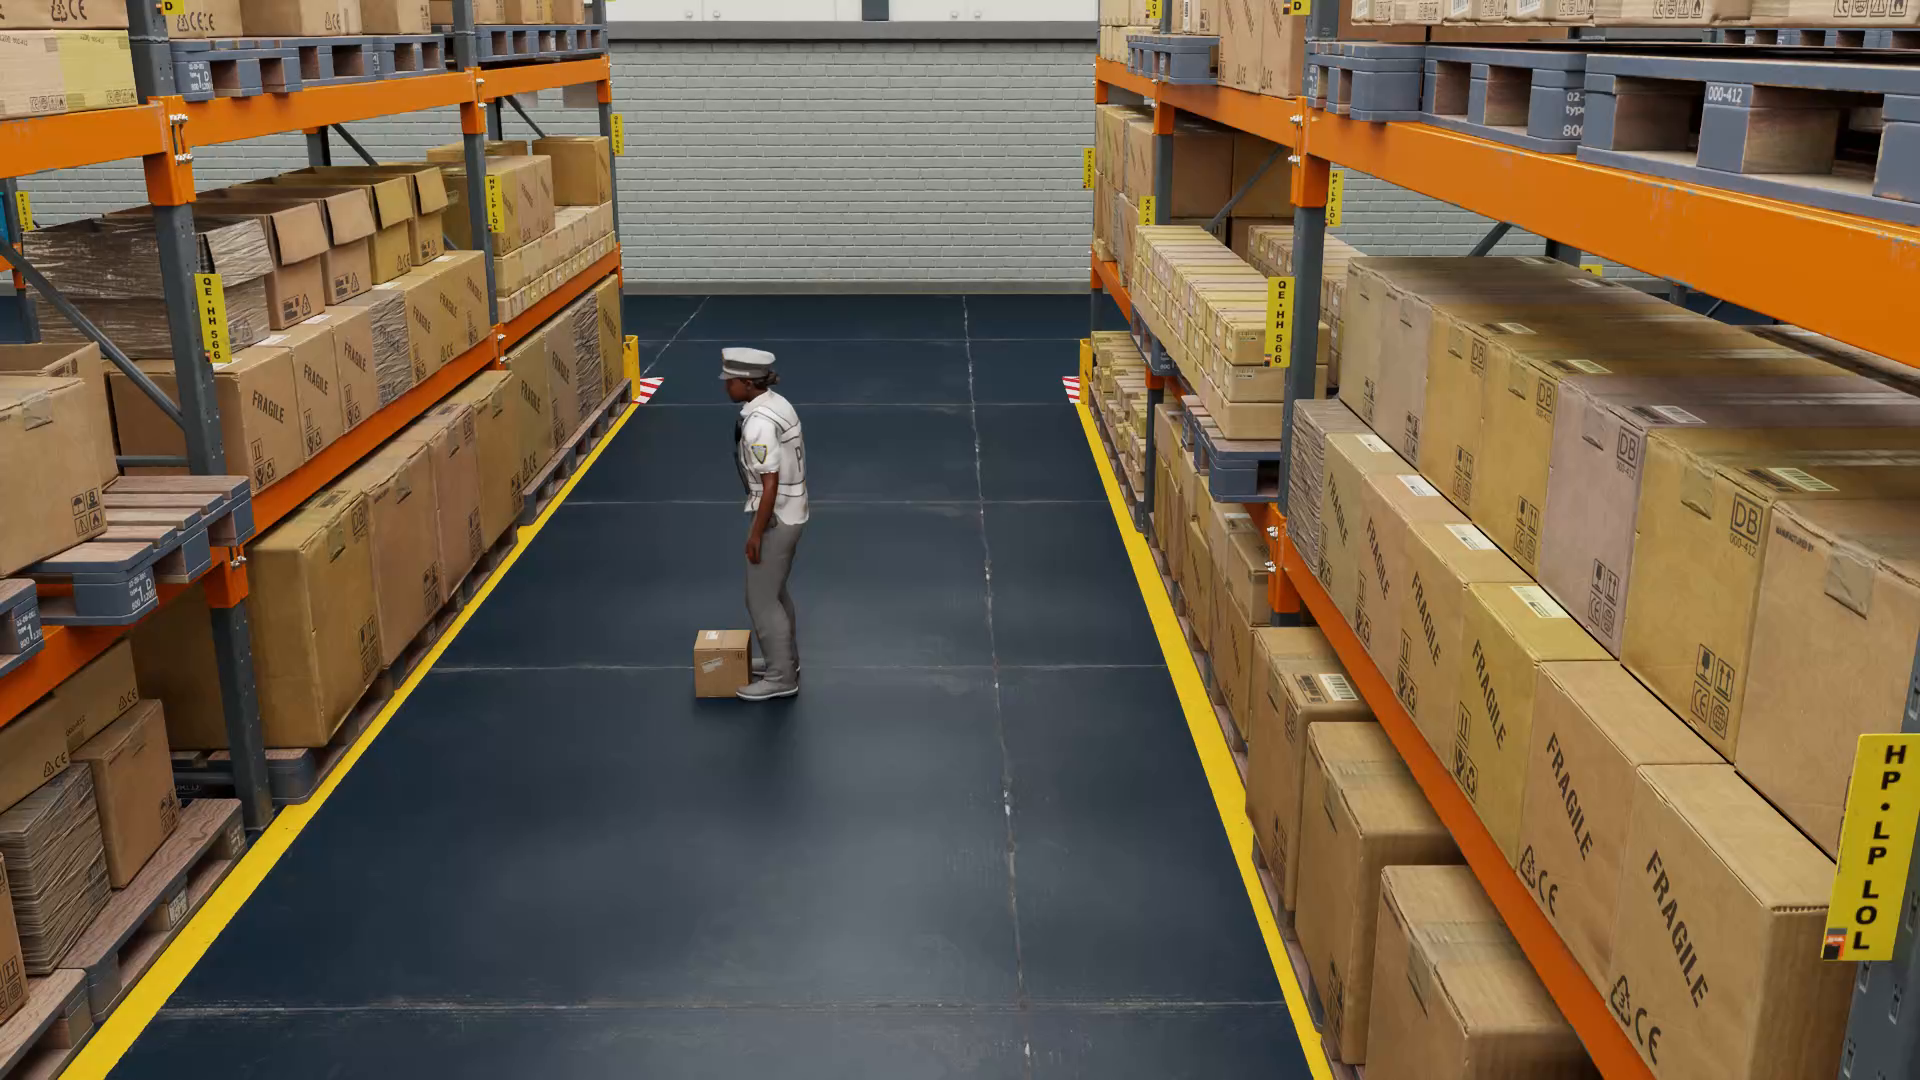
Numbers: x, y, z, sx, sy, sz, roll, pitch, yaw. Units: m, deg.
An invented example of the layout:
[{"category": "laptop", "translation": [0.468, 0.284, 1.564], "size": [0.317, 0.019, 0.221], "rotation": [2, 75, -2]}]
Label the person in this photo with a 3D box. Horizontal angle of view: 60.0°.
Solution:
[{"category": "person", "translation": [-0.904, -0.083, 7.815], "size": [0.392, 1.660, 0.505], "rotation": [0, 17, 0]}]
